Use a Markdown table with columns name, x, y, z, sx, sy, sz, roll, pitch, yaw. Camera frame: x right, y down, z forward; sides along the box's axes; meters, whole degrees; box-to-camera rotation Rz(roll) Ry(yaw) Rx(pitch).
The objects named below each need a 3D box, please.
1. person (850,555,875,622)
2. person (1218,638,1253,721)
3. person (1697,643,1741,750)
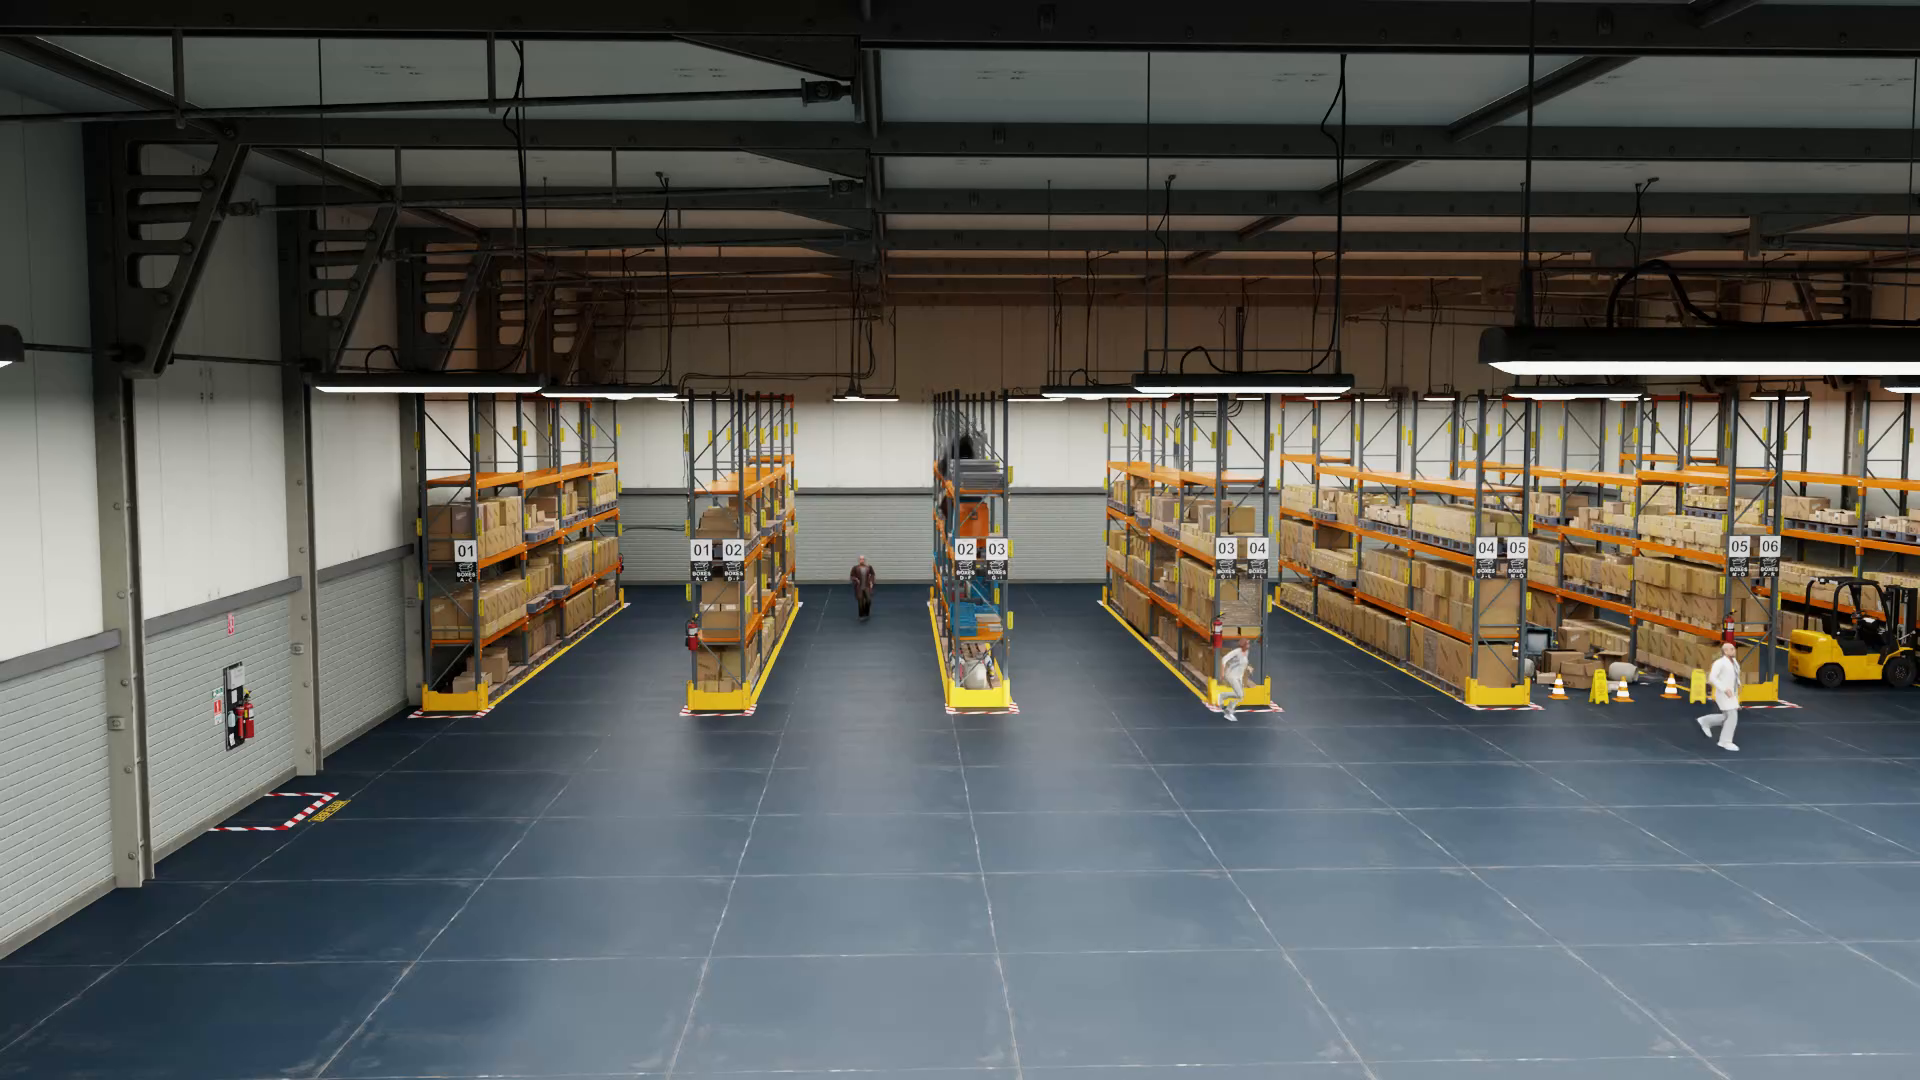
| name | x | y | z | sx | sy | sz | roll | pitch | yaw |
| --- | --- | --- | --- | --- | --- | --- | --- | --- | --- |
| person | -2.540 | 1.331 | 43.654 | 0.682 | 1.679 | 0.720 | -1 | 5 | -10 |
| person | 4.998 | 2.554 | 30.199 | 0.673 | 1.457 | 0.529 | 4 | 6 | 37 |
| person | 12.734 | 2.591 | 27.833 | 0.730 | 1.775 | 0.754 | -4 | 6 | -39 |
